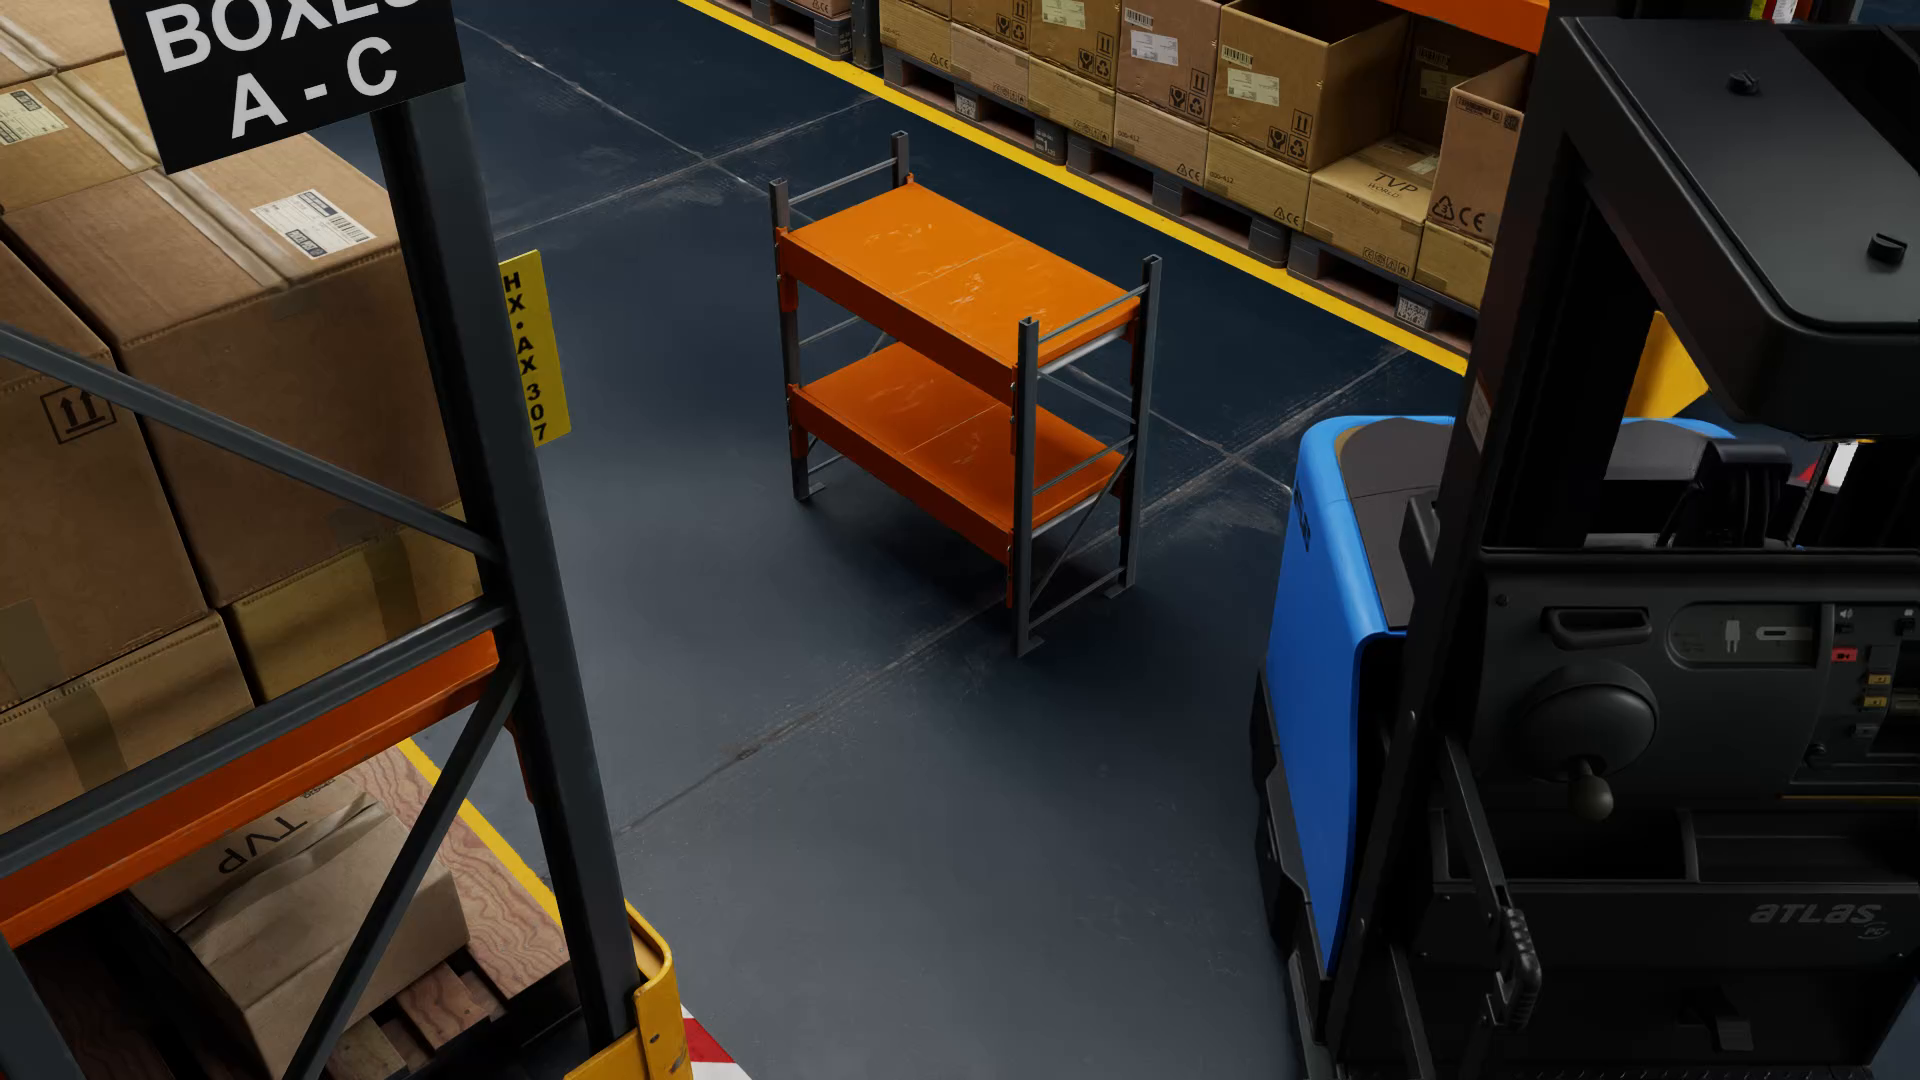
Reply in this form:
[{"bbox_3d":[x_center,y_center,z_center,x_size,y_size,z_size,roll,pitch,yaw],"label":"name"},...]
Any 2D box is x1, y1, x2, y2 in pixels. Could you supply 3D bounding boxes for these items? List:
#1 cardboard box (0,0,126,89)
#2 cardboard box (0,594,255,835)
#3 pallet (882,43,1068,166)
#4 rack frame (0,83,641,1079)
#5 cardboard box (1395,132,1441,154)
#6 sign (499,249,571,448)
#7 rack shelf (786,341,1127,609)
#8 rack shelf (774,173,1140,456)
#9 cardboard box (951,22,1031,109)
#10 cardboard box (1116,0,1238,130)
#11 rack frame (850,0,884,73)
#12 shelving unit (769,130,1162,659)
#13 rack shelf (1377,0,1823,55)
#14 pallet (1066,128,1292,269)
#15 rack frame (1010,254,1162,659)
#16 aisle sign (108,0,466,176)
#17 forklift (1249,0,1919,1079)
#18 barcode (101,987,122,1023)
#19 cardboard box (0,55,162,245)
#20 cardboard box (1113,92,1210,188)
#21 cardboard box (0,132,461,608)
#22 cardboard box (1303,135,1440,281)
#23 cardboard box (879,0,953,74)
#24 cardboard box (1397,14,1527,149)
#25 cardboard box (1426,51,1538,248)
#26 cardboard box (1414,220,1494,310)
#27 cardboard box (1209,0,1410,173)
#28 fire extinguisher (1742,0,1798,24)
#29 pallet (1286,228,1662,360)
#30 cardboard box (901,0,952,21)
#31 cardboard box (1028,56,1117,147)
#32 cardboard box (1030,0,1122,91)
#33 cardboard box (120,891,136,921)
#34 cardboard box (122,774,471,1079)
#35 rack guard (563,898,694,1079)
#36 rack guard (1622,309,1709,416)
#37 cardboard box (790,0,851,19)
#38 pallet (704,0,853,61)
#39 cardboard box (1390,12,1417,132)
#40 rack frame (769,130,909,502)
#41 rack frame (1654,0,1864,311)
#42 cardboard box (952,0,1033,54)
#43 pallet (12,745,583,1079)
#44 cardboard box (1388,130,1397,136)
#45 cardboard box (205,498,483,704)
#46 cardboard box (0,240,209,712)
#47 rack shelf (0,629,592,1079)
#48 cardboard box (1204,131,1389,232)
[{"bbox_3d":[-1.829,-0.777,3.331,0.500,0.500,0.500,-32,49,-33],"label":"cardboard box"},{"bbox_3d":[-1.515,0.205,2.713,0.500,0.250,0.500,-29,47,-31],"label":"cardboard box"},{"bbox_3d":[0.392,-2.200,7.805,1.003,0.211,1.213,-30,48,-32],"label":"pallet"},{"bbox_3d":[-1.056,0.288,2.506,1.000,3.000,0.127,-30,48,-32],"label":"rack frame"},{"bbox_3d":[2.051,-1.485,6.556,0.500,0.250,0.500,-30,48,-32],"label":"cardboard box"},{"bbox_3d":[-0.656,-0.280,2.520,0.100,0.325,0.005,-30,48,-32],"label":"sign"},{"bbox_3d":[-0.005,-0.251,5.054,0.538,0.278,1.000,-30,48,-32],"label":"rack shelf"},{"bbox_3d":[-0.005,-0.668,4.717,0.538,0.278,1.000,-30,48,-32],"label":"rack shelf"},{"bbox_3d":[0.310,-2.187,7.424,0.500,0.250,0.500,-30,48,-32],"label":"cardboard box"},{"bbox_3d":[0.984,-2.015,6.614,0.500,0.500,0.500,-30,48,-32],"label":"cardboard box"},{"bbox_3d":[-0.115,-3.670,7.407,1.000,3.000,0.127,-30,48,-32],"label":"rack frame"},{"bbox_3d":[-0.005,-0.441,4.900,0.538,1.125,1.048,-30,48,-32],"label":"shelving unit"},{"bbox_3d":[1.238,-2.465,6.487,1.077,0.370,4.000,-30,48,-32],"label":"rack shelf"},{"bbox_3d":[1.221,-1.635,7.106,1.003,0.211,1.213,-30,48,-32],"label":"pallet"},{"bbox_3d":[0.339,-0.205,4.609,0.500,1.125,0.032,-30,48,-32],"label":"rack frame"},{"bbox_3d":[-0.786,-0.818,1.806,0.394,0.787,0.004,-30,48,-32],"label":"aisle sign"},{"bbox_3d":[1.300,0.327,2.513,1.130,2.935,3.031,0,39,0],"label":"forklift"},{"bbox_3d":[-1.765,0.962,3.454,0.001,0.075,0.075,-30,48,-32],"label":"barcode"},{"bbox_3d":[-1.484,-0.535,3.032,0.500,0.500,0.500,-30,48,-32],"label":"cardboard box"},{"bbox_3d":[0.987,-1.724,6.852,0.500,0.250,0.500,-30,48,-32],"label":"cardboard box"},{"bbox_3d":[-1.157,-0.302,2.743,0.500,0.500,0.500,-30,48,-32],"label":"cardboard box"},{"bbox_3d":[1.663,-1.262,6.279,0.500,0.250,0.500,-30,48,-32],"label":"cardboard box"},{"bbox_3d":[-0.025,-2.420,7.714,0.500,0.250,0.500,-30,48,-32],"label":"cardboard box"},{"bbox_3d":[2.052,-1.778,6.321,0.500,0.500,0.500,-30,48,-32],"label":"cardboard box"},{"bbox_3d":[2.008,-1.326,5.762,0.500,0.500,0.500,-30,48,-32],"label":"cardboard box"},{"bbox_3d":[2.010,-1.035,5.999,0.500,0.250,0.500,-30,48,-32],"label":"cardboard box"},{"bbox_3d":[1.321,-1.783,6.327,0.500,0.500,0.500,-30,48,-32],"label":"cardboard box"},{"bbox_3d":[2.328,-1.537,4.827,0.296,0.674,0.183,-30,48,-32],"label":"fire extinguisher"},{"bbox_3d":[2.042,-1.070,6.407,1.003,0.211,1.213,-30,48,-32],"label":"pallet"},{"bbox_3d":[-0.032,-2.708,7.473,0.500,0.500,0.500,-30,48,-32],"label":"cardboard box"},{"bbox_3d":[0.644,-1.953,7.135,0.500,0.250,0.500,-30,48,-32],"label":"cardboard box"},{"bbox_3d":[0.644,-2.245,6.900,0.500,0.500,0.500,-30,48,-32],"label":"cardboard box"},{"bbox_3d":[-1.843,0.540,3.983,0.500,0.311,0.500,-26,46,-28],"label":"cardboard box"},{"bbox_3d":[-1.458,0.804,3.657,0.500,0.311,0.500,29,47,31],"label":"cardboard box"},{"bbox_3d":[-1.107,1.225,3.335,1.175,0.500,0.348,-30,48,-32],"label":"rack guard"},{"bbox_3d":[2.607,-0.835,5.886,1.175,0.500,0.348,-30,48,-32],"label":"rack guard"},{"bbox_3d":[-0.609,-2.833,8.224,0.500,0.250,0.500,-30,48,-32],"label":"cardboard box"},{"bbox_3d":[-0.642,-2.910,8.685,1.003,0.211,1.213,-30,48,-32],"label":"pallet"},{"bbox_3d":[1.704,-2.004,6.601,0.500,0.500,0.500,-30,48,-32],"label":"cardboard box"},{"bbox_3d":[-0.348,-0.676,5.192,0.500,1.125,0.032,-30,48,-32],"label":"rack frame"},{"bbox_3d":[2.590,-1.819,5.115,1.000,3.000,0.127,-30,48,-32],"label":"rack frame"},{"bbox_3d":[0.312,-2.480,7.190,0.500,0.500,0.500,-30,48,-32],"label":"cardboard box"},{"bbox_3d":[-1.631,0.947,3.910,1.003,0.211,1.213,-30,48,-32],"label":"pallet"},{"bbox_3d":[1.713,-1.717,6.842,0.500,0.250,0.500,-30,48,-32],"label":"cardboard box"},{"bbox_3d":[-1.152,-0.022,2.994,0.500,0.250,0.500,-31,48,-33],"label":"cardboard box"},{"bbox_3d":[-1.531,-0.081,2.470,0.500,0.500,0.500,-31,48,-32],"label":"cardboard box"},{"bbox_3d":[-2.409,-0.358,3.878,1.077,0.370,4.000,-30,48,-32],"label":"rack shelf"},{"bbox_3d":[1.324,-1.492,6.564,0.500,0.250,0.500,-30,48,-32],"label":"cardboard box"}]
